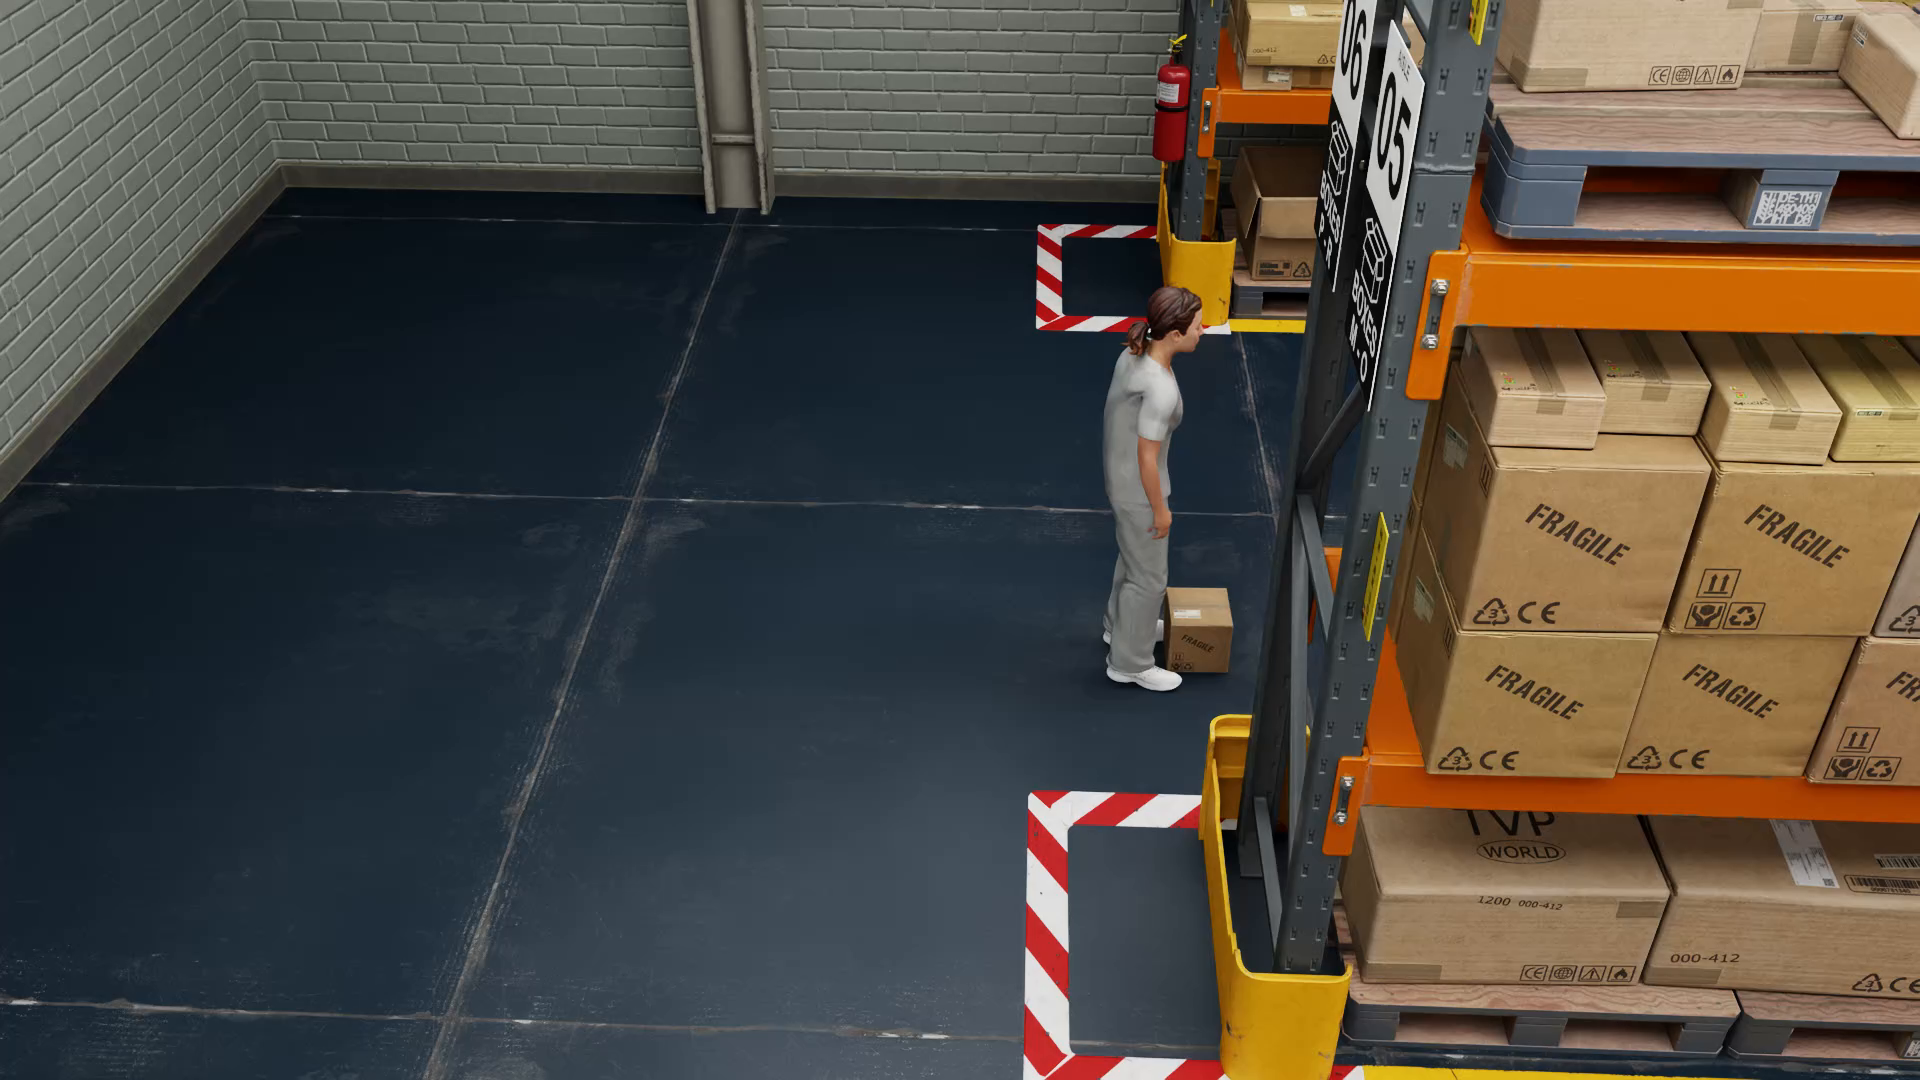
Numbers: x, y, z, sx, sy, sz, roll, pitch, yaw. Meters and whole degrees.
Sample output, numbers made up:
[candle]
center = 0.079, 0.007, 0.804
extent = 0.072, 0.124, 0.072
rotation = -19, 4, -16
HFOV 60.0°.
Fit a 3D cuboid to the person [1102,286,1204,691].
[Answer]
[person]
center = 0.728, -0.208, 6.438
extent = 0.364, 1.671, 0.513
rotation = -1, 36, -1
